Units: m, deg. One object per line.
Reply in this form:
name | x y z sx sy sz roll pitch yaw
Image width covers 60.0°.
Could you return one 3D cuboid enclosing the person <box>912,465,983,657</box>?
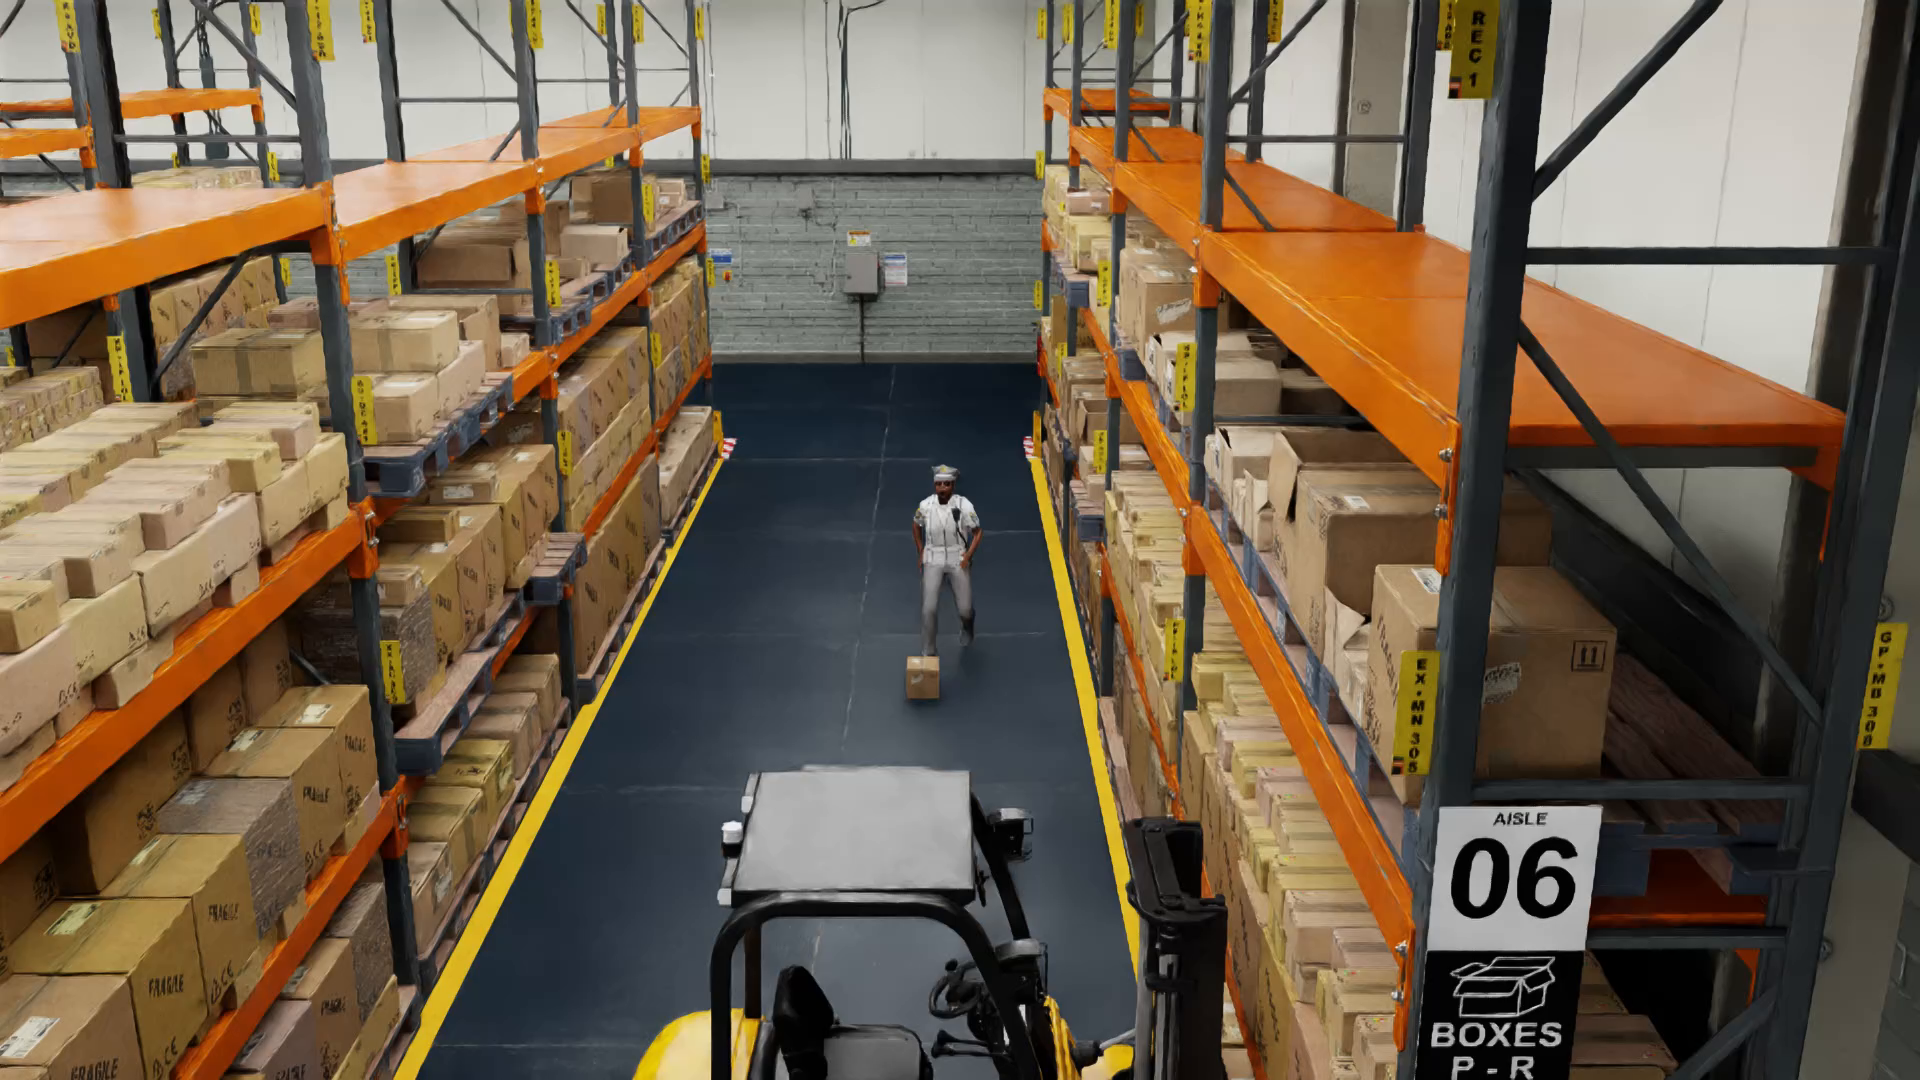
person | -0.107 0.211 13.446 0.583 1.597 0.759 0 17 0
